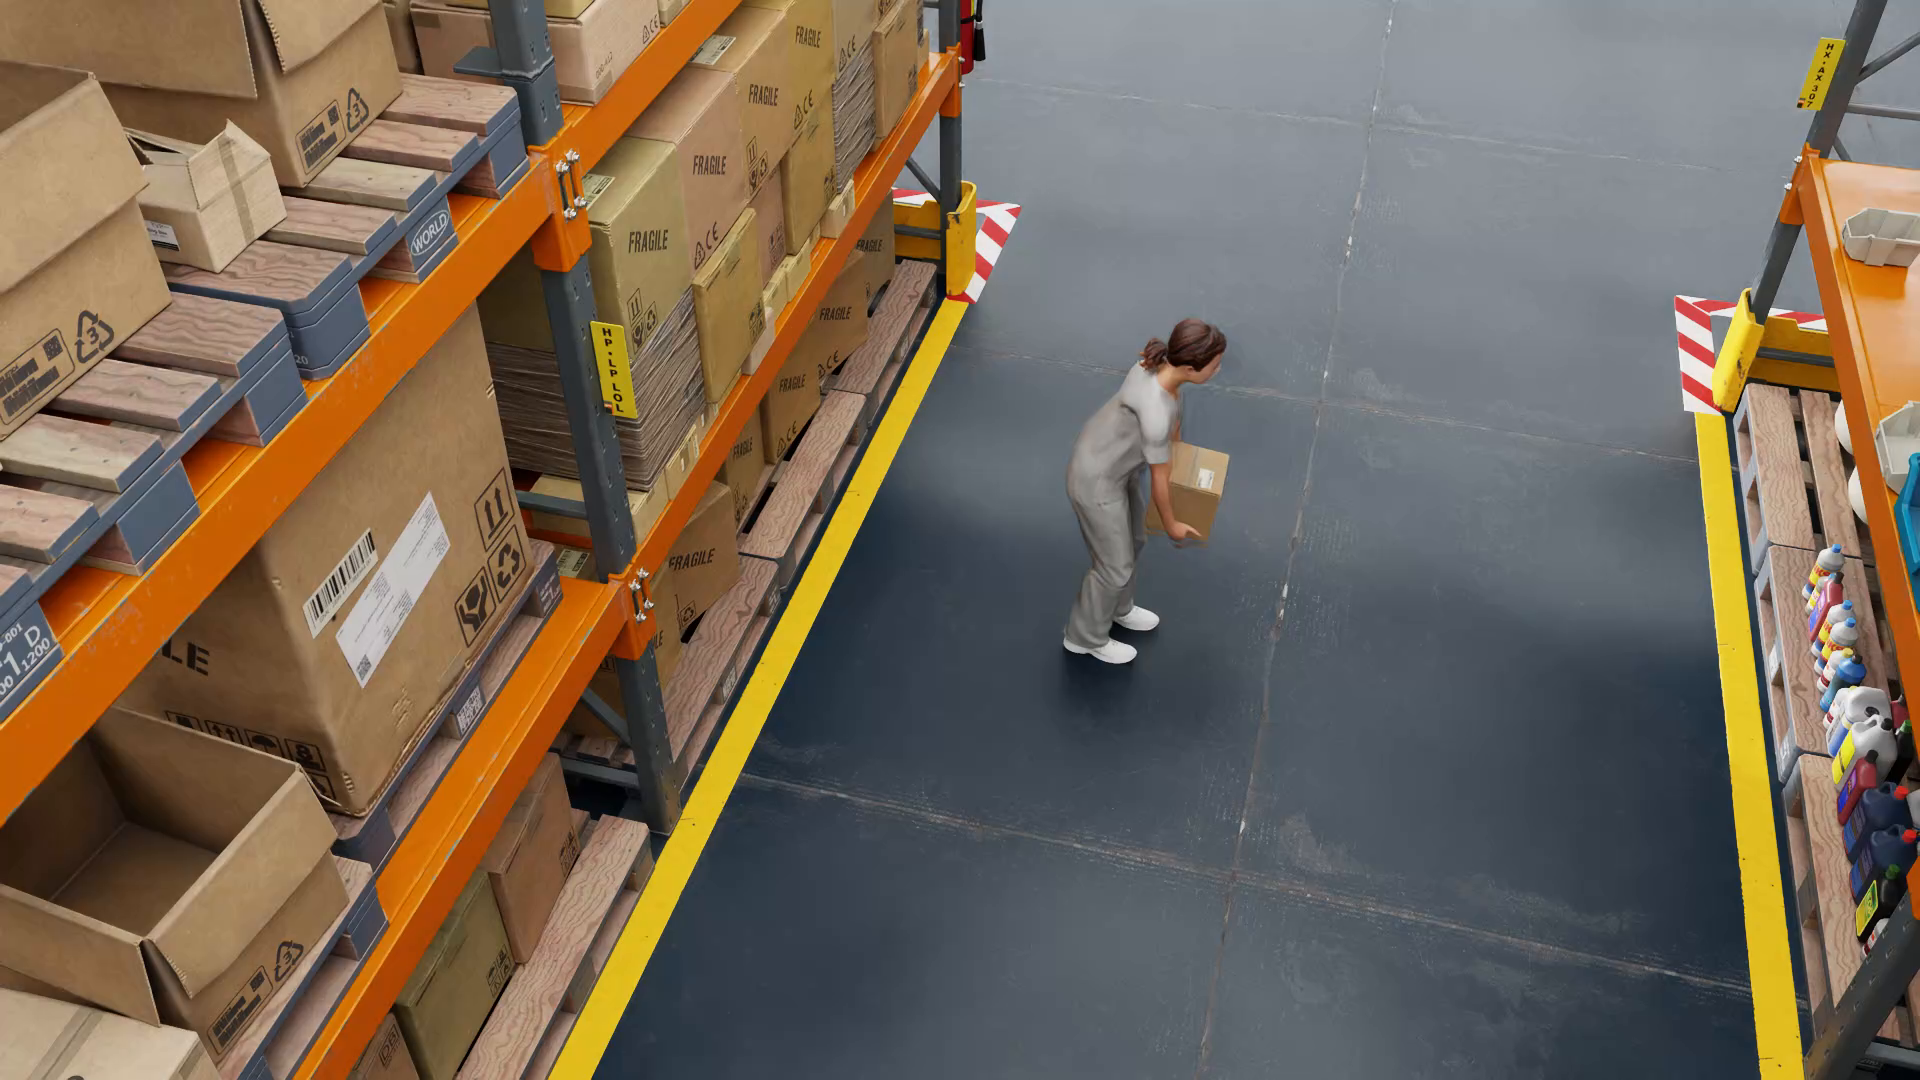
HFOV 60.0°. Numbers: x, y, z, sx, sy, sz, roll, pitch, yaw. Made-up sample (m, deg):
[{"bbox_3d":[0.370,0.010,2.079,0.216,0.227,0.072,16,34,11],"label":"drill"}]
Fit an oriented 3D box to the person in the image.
[{"bbox_3d":[0.686,-0.198,6.450,0.546,1.597,0.404,9,42,11],"label":"person"}]
